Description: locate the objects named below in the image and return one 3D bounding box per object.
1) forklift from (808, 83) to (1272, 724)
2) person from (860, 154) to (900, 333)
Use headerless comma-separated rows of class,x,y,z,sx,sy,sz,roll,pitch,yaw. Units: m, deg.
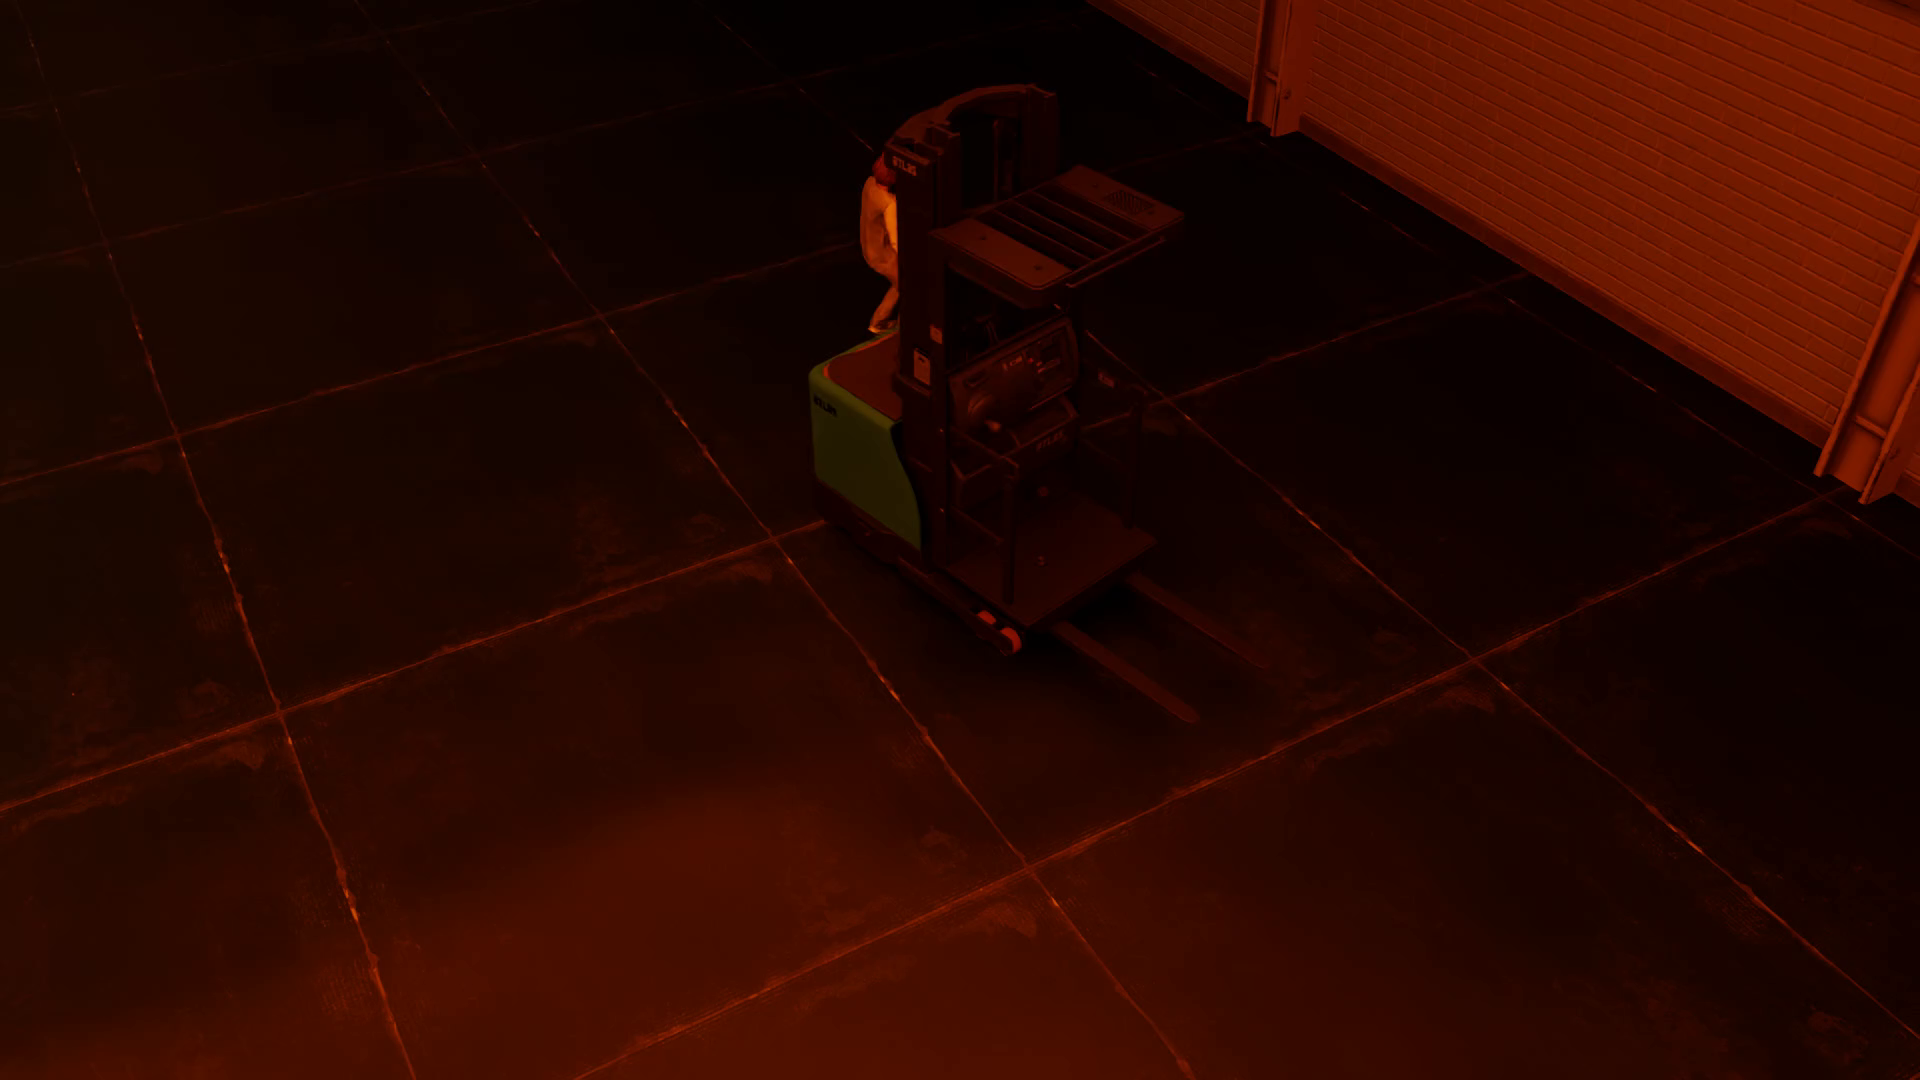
forklift,0.449,-0.835,9.043,1.130,2.935,3.031,-31,49,-32
person,-0.457,-1.981,11.522,0.409,1.519,0.600,-11,41,-13
